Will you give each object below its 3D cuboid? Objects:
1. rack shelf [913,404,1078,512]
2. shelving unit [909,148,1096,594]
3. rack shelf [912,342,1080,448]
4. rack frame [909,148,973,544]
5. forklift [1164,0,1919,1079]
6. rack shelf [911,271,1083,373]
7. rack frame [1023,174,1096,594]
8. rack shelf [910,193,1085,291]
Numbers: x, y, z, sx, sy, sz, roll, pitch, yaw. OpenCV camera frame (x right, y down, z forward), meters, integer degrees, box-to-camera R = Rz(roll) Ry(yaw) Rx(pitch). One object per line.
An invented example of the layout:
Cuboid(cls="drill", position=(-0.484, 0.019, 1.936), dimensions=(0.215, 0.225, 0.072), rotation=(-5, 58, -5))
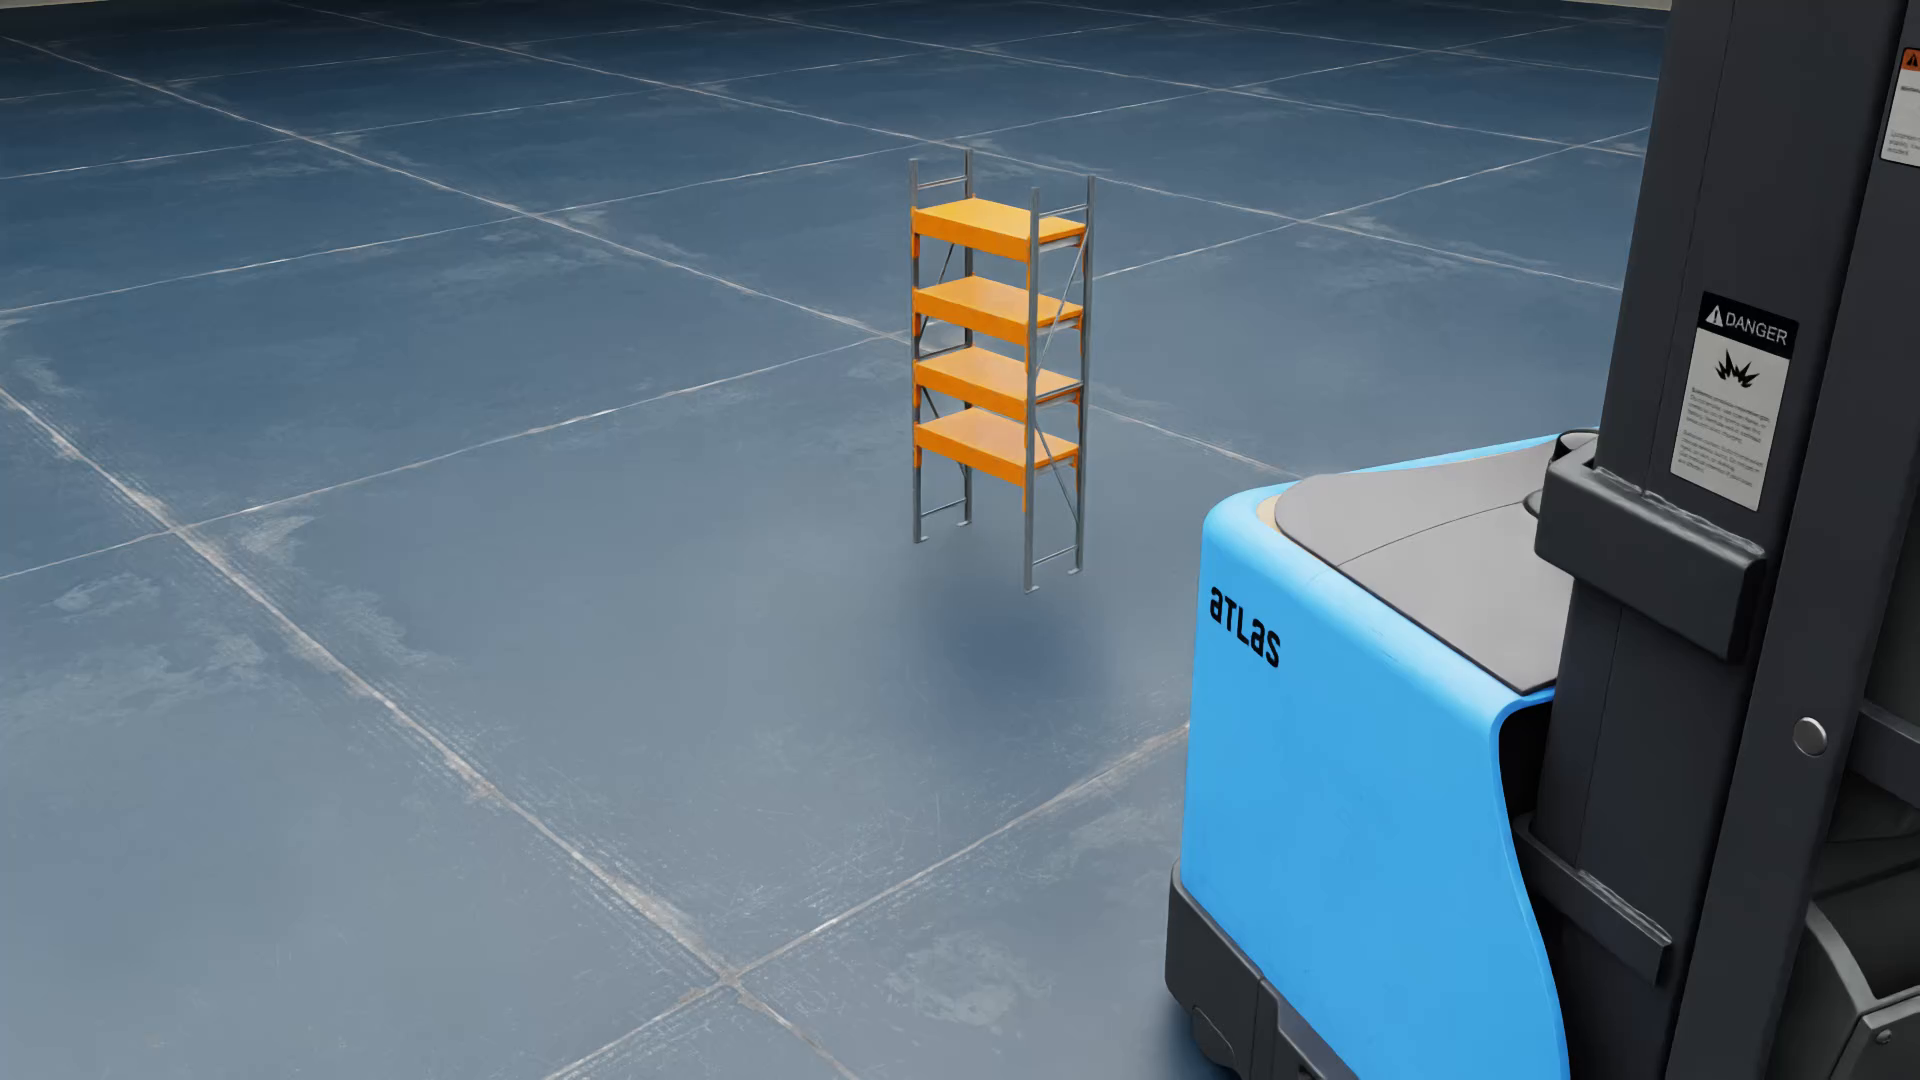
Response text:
Cuboid(cls="rack shelf", position=(0.113, -0.254, 5.001), dimensions=(0.258, 0.148, 0.480), rotation=(-21, 32, -38))
Cuboid(cls="shelving unit", position=(0.113, -0.496, 4.891), dimensions=(0.258, 1.200, 0.503), rotation=(-21, 32, -38))
Cuboid(cls="rack shelf", position=(0.113, -0.435, 4.919), dimensions=(0.258, 0.148, 0.480), rotation=(-21, 32, -38))
Cuboid(cls="rack frame", position=(-0.054, -0.570, 5.053), dimensions=(0.240, 1.200, 0.015), rotation=(-21, 32, -38))
Cuboid(cls="forklift", position=(1.447, 0.049, 1.612), dimensions=(1.130, 2.935, 3.031), rotation=(-10, 26, -21))
Cuboid(cls="rack shelf", position=(0.113, -0.638, 4.826), dimensions=(0.258, 0.148, 0.480), rotation=(-21, 32, -38))
Cuboid(cls="rack frame", position=(0.280, -0.422, 4.729), dimensions=(0.240, 1.200, 0.015), rotation=(-21, 32, -38))
Cuboid(cls="rack shelf", position=(0.113, -0.853, 4.728), dimensions=(0.258, 0.148, 0.480), rotation=(-21, 32, -38))
